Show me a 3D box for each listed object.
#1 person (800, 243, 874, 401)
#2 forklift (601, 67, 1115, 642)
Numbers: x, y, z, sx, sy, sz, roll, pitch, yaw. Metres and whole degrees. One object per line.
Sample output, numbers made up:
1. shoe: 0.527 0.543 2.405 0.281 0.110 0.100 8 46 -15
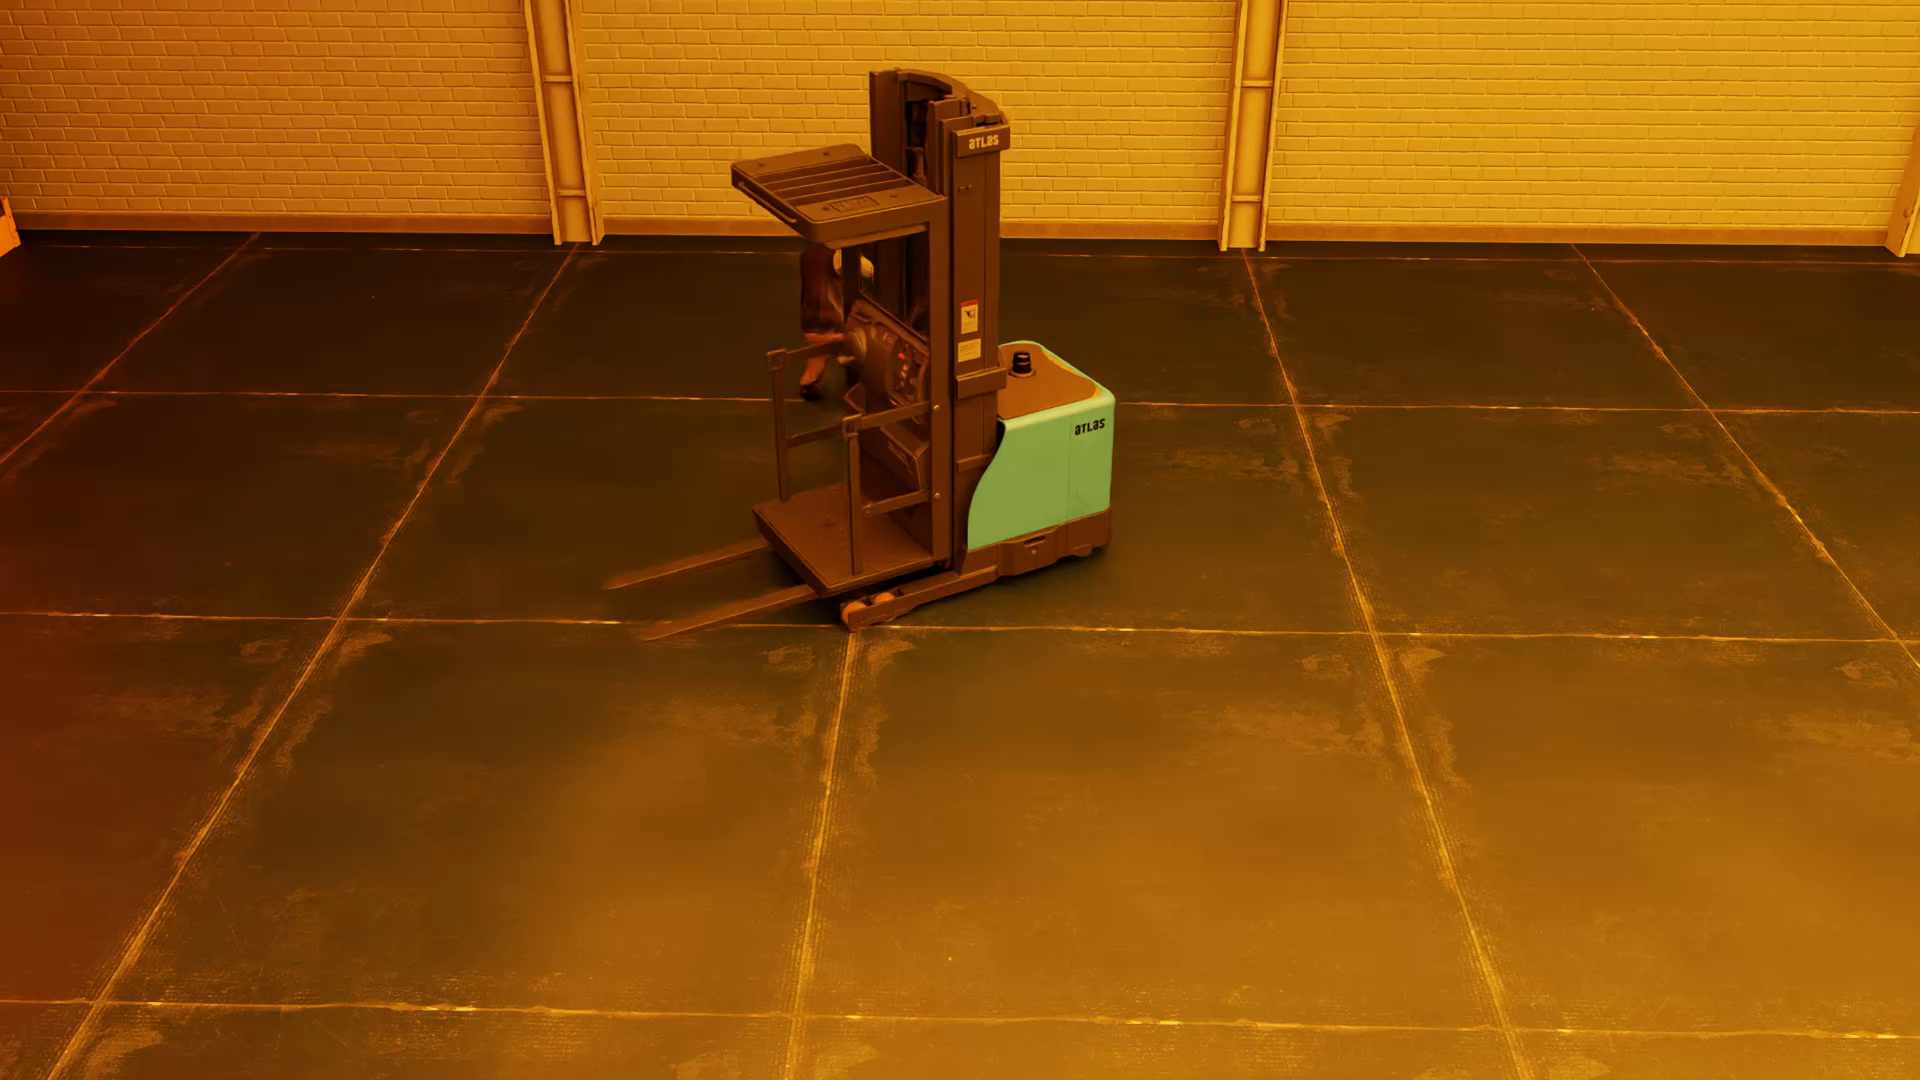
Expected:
1. person: -0.795 -1.656 11.908 0.782 1.464 0.916 14 33 23
2. forklift: -0.600 -1.043 9.384 3.031 2.935 1.130 -16 34 -25
